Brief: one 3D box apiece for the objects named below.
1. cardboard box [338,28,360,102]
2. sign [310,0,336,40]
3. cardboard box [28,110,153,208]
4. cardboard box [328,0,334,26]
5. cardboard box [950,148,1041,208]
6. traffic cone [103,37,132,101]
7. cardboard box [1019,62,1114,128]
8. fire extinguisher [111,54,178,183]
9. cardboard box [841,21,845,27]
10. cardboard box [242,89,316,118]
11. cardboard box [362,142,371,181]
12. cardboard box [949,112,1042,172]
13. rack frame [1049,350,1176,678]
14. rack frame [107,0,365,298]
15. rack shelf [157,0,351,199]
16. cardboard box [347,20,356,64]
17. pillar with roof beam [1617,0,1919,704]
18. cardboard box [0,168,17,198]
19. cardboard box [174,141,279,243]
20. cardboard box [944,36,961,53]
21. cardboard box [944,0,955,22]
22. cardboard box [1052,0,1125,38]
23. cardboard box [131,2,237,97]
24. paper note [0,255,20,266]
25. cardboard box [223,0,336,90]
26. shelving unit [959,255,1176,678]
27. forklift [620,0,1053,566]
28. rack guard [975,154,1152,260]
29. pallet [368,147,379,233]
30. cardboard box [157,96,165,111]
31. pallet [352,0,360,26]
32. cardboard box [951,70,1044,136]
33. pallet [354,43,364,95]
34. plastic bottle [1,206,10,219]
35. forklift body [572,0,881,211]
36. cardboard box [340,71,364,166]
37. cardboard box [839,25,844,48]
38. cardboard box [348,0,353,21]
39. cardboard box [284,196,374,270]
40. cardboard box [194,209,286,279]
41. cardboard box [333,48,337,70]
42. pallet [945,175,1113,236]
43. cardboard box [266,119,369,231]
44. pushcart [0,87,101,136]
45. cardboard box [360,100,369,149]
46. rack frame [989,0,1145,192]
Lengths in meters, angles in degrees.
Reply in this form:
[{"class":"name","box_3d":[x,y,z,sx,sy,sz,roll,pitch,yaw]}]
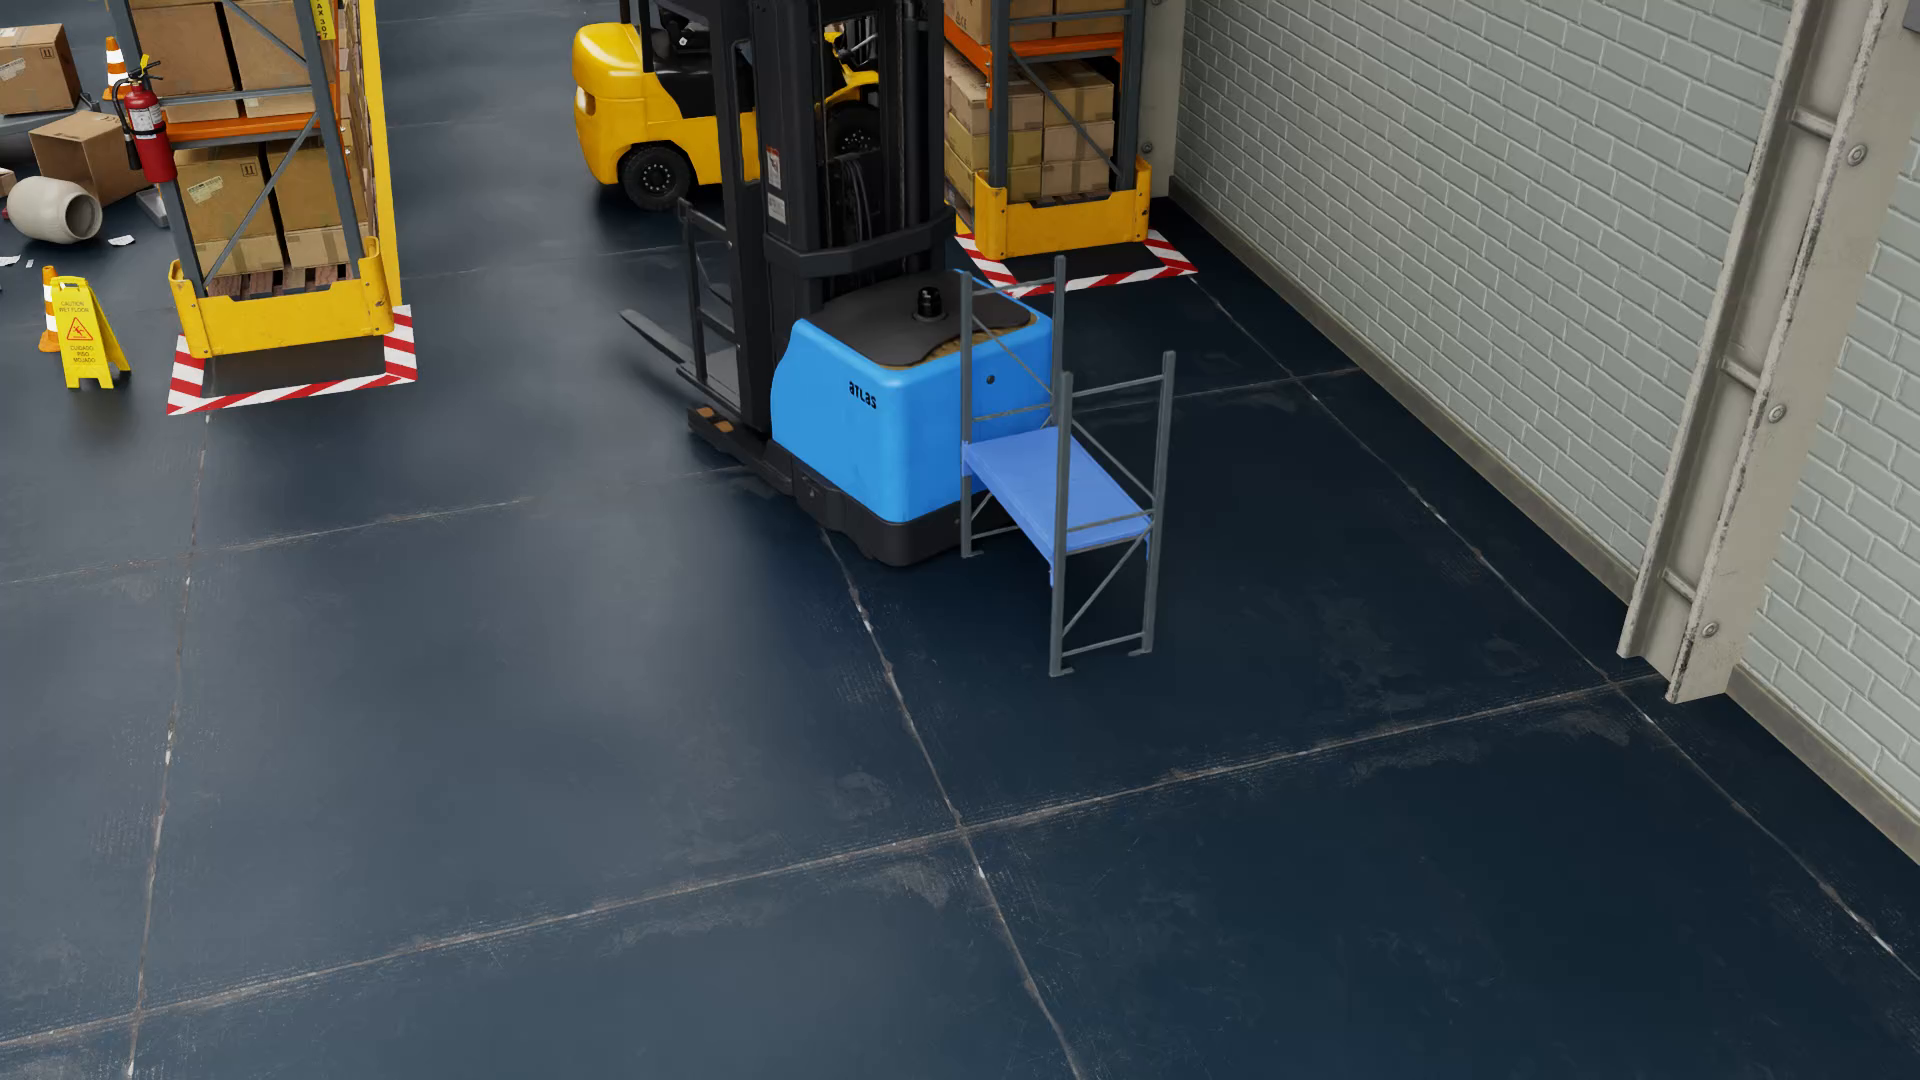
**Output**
[{"class":"cardboard box","box_3d":[-4.669,-3.378,12.074,0.500,0.500,0.500,-9,35,-14]},{"class":"sign","box_3d":[-3.525,-2.922,9.165,0.100,0.325,0.005,-10,35,-15]},{"class":"cardboard box","box_3d":[-6.231,-2.736,11.935,0.500,0.500,0.500,13,36,18]},{"class":"cardboard box","box_3d":[-4.240,-3.469,10.418,0.500,0.500,0.500,-11,35,-16]},{"class":"cardboard box","box_3d":[0.240,-2.527,11.467,0.500,0.250,0.500,-10,35,-14]},{"class":"traffic cone","box_3d":[-6.973,-3.926,13.772,0.336,0.463,0.334,-10,35,-15]},{"class":"cardboard box","box_3d":[0.718,-3.035,11.329,0.500,0.250,0.500,-11,35,-15]},{"class":"fire extinguisher","box_3d":[-4.445,-2.299,9.079,0.296,0.674,0.183,-10,35,-15]},{"class":"cardboard box","box_3d":[-0.682,-4.337,13.752,0.500,0.250,0.500,-10,35,-15]},{"class":"cardboard box","box_3d":[-3.948,-2.577,9.658,0.380,0.149,0.250,-10,35,-15]},{"class":"cardboard box","box_3d":[-4.351,-2.521,11.457,0.500,0.250,0.500,-8,34,-12]},{"class":"cardboard box","box_3d":[0.238,-2.745,11.344,0.500,0.250,0.500,-10,35,-15]},{"class":"rack frame","box_3d":[0.630,-0.077,7.006,0.500,1.500,0.032,-13,36,-19]},{"class":"rack frame","box_3d":[-4.042,-2.469,9.266,1.000,3.000,0.127,-10,35,-15]},{"class":"rack shelf","box_3d":[-4.652,-3.219,11.053,1.077,0.370,4.000,-10,35,-15]},{"class":"cardboard box","box_3d":[-5.424,-3.923,13.469,0.950,0.372,0.625,-10,35,-14]},{"class":"pillar with roof beam","box_3d":[-0.939,-2.452,3.798,9.100,9.000,0.400,-10,35,-15]},{"class":"cardboard box","box_3d":[-7.057,-2.640,12.004,0.396,0.266,0.258,19,38,26]},{"class":"cardboard box","box_3d":[-4.534,-2.187,10.271,0.500,0.500,0.500,-10,35,-14]},{"class":"cardboard box","box_3d":[-0.078,-3.471,11.988,0.500,0.250,0.500,-10,35,-14]},{"class":"cardboard box","box_3d":[0.135,-3.836,11.243,0.500,0.500,0.500,-9,34,-13]},{"class":"cardboard box","box_3d":[0.798,-3.654,10.969,0.500,0.500,0.500,-9,34,-13]},{"class":"cardboard box","box_3d":[-4.469,-2.874,9.517,0.500,0.500,0.500,-11,35,-16]},{"class":"paper note","box_3d":[-6.342,-1.858,11.045,0.148,0.019,0.142,1,33,2]},{"class":"cardboard box","box_3d":[-3.922,-2.930,9.603,0.500,0.500,0.500,-11,35,-15]},{"class":"shelving unit","box_3d":[0.435,-0.336,7.398,0.538,1.500,1.048,-13,36,-19]},{"class":"forklift","box_3d":[-0.831,-1.848,8.388,1.130,2.935,3.031,-23,40,-31]},{"class":"rack guard","box_3d":[0.692,-2.250,11.202,1.175,0.500,0.348,-10,35,-15]},{"class":"pallet","box_3d":[-4.647,-2.417,11.717,1.003,0.211,1.213,-10,35,-15]},{"class":"cardboard box","box_3d":[-4.542,-2.639,9.751,0.380,0.149,0.250,-10,35,-15]},{"class":"pallet","box_3d":[-6.245,-5.095,15.770,1.003,0.211,1.213,-10,35,-15]},{"class":"cardboard box","box_3d":[0.247,-2.940,11.185,0.500,0.250,0.500,-9,34,-13]},{"class":"pallet","box_3d":[-5.501,-3.814,13.831,1.003,0.211,1.213,-10,35,-15]},{"class":"plastic bottle","box_3d":[-6.654,-2.350,11.751,0.133,0.061,0.283,-4,34,-6]},{"class":"forklift body","box_3d":[-1.631,-3.640,11.808,2.313,2.155,1.214,-10,35,-15]},{"class":"cardboard box","box_3d":[-4.341,-2.831,11.246,0.500,0.500,0.500,-9,35,-14]},{"class":"cardboard box","box_3d":[-0.703,-4.124,13.884,0.500,0.250,0.500,-10,35,-14]},{"class":"cardboard box","box_3d":[-5.860,-4.665,14.591,0.950,0.372,0.625,-9,34,-13]},{"class":"cardboard box","box_3d":[-4.024,-1.967,10.619,0.500,0.250,0.500,-10,35,-15]},{"class":"cardboard box","box_3d":[-4.552,-1.889,10.501,0.500,0.250,0.500,-10,35,-15]},{"class":"cardboard box","box_3d":[-4.076,-3.002,10.299,0.380,0.149,0.250,-9,35,-14]},{"class":"pallet","box_3d":[0.411,-2.537,11.898,1.003,0.211,1.213,-10,35,-15]},{"class":"cardboard box","box_3d":[-4.032,-2.292,10.431,0.500,0.500,0.500,-11,35,-16]},{"class":"pushcart","box_3d":[-7.418,-3.066,12.547,1.648,0.377,0.936,-23,40,-31]},{"class":"cardboard box","box_3d":[-4.653,-3.054,12.264,0.500,0.250,0.500,-11,35,-16]},{"class":"rack frame","box_3d":[0.684,-3.306,10.532,1.000,3.000,0.127,-10,35,-15]}]
